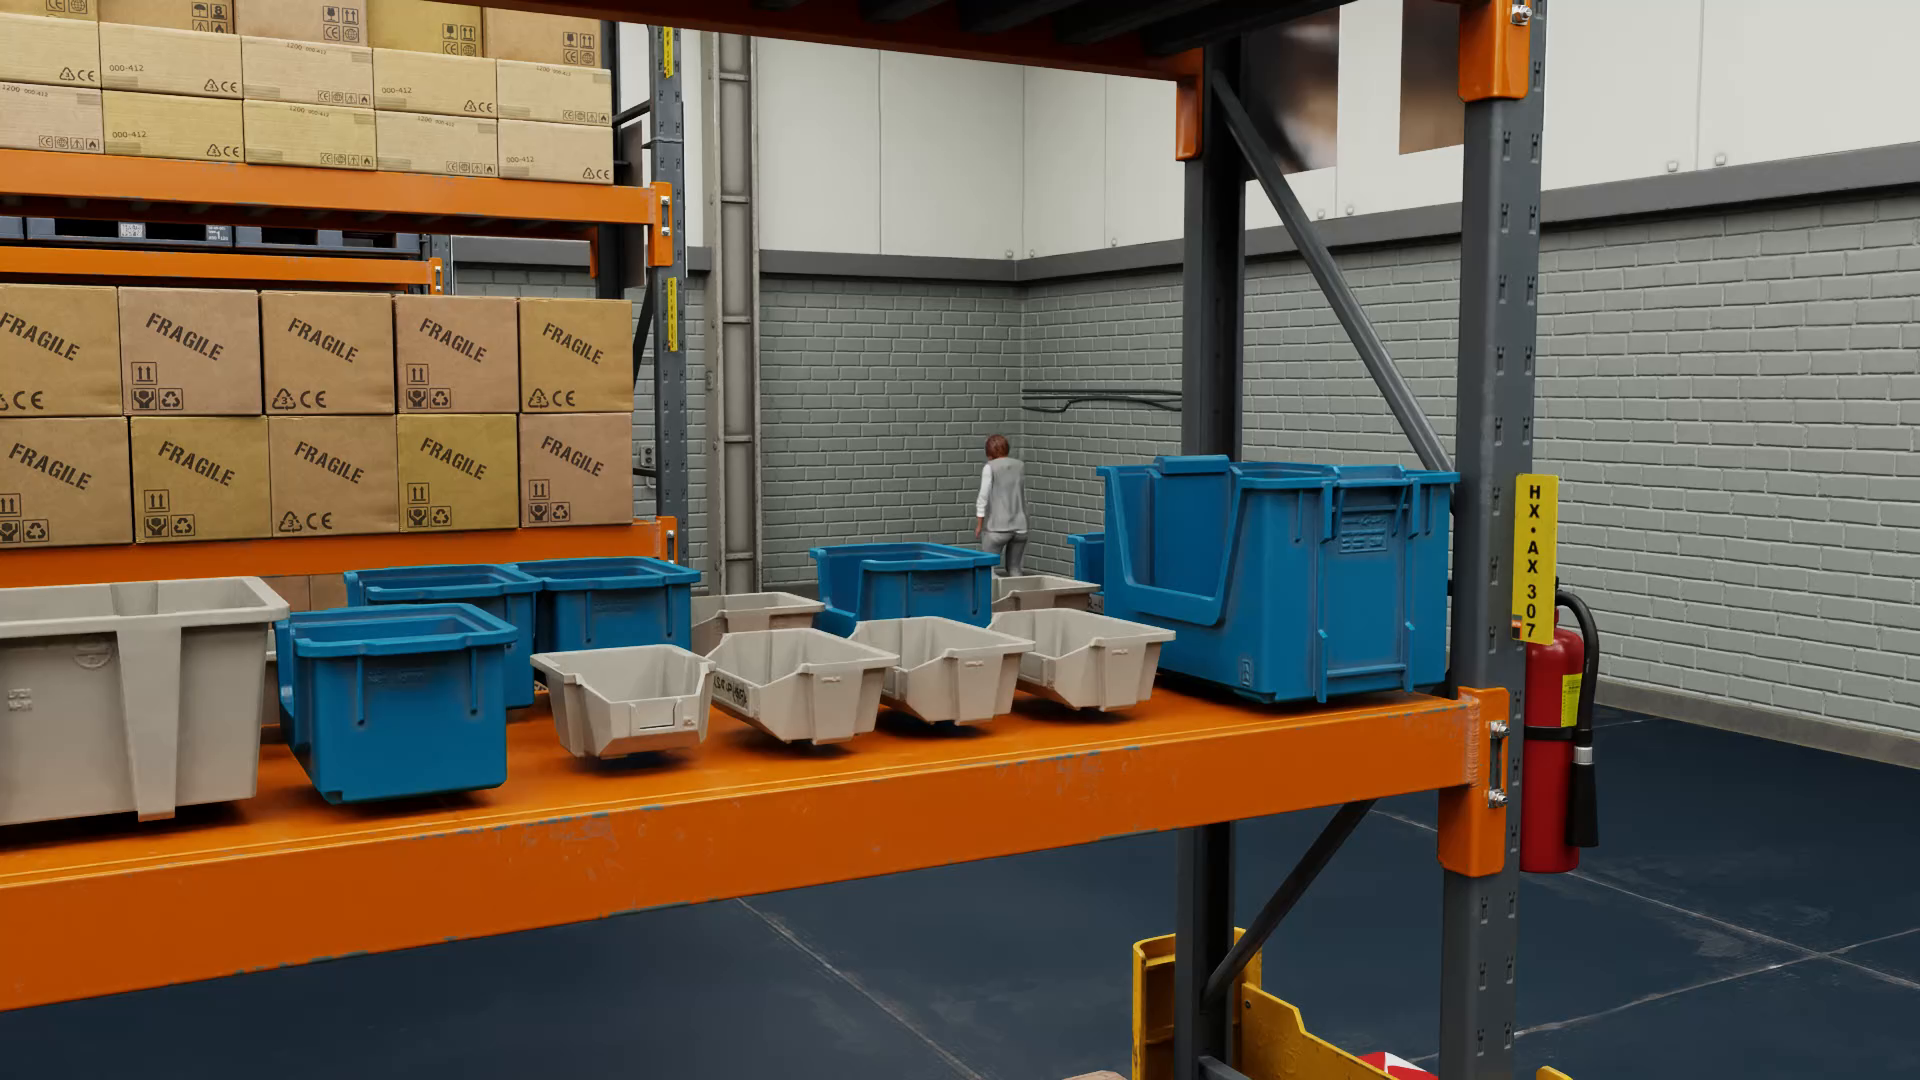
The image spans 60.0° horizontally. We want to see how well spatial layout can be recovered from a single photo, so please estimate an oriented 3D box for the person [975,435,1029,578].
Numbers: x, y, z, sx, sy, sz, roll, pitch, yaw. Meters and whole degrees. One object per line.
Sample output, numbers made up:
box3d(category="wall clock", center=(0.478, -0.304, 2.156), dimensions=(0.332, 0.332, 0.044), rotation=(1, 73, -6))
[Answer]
box3d(category="person", center=(0.341, -0.081, 13.480), dimensions=(0.433, 1.538, 0.417), rotation=(-3, 6, -27))
